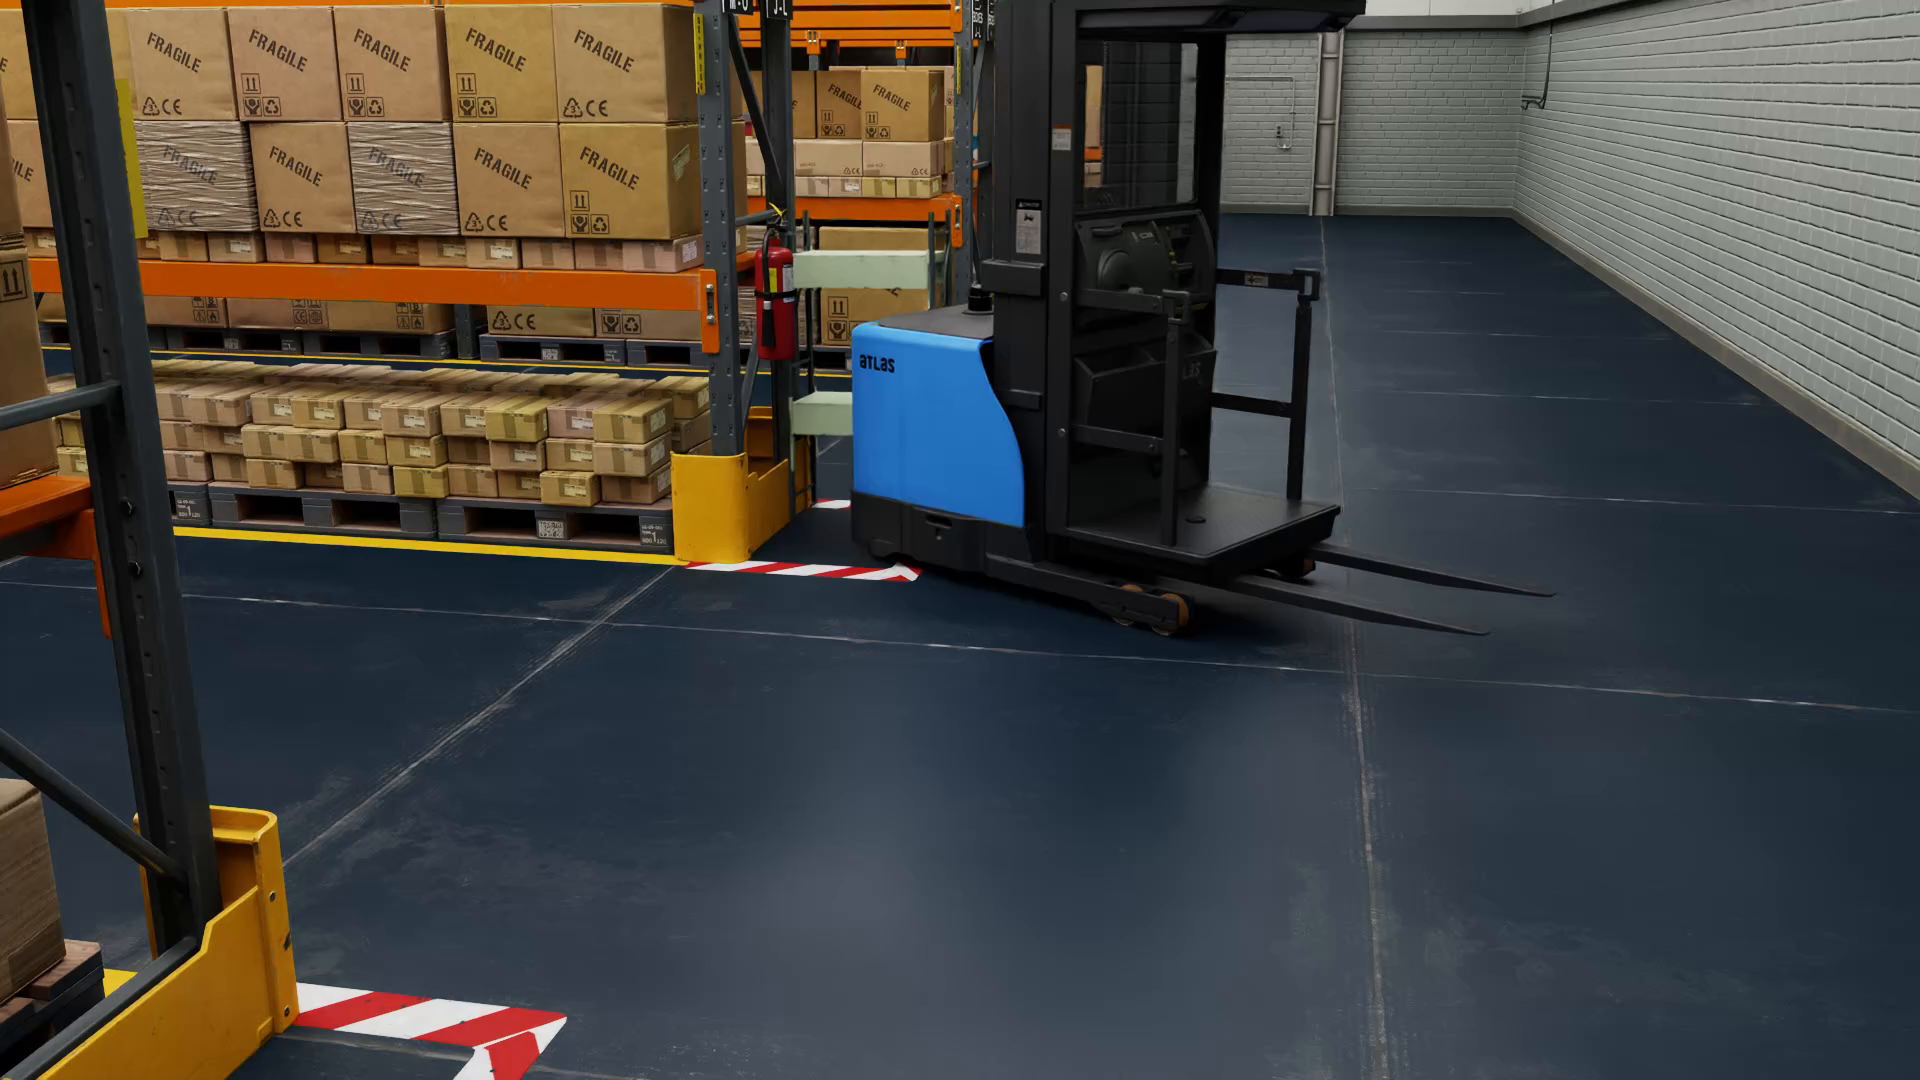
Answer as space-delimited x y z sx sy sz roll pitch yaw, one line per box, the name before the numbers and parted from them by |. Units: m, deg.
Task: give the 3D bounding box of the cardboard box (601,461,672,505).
cardboard box | -1.529 -0.292 7.982 0.250 0.149 0.380 3 16 12

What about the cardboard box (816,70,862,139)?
cardboard box | -0.791 -3.338 12.742 0.500 0.500 0.500 3 16 10

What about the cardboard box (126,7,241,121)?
cardboard box | -3.499 -2.230 7.807 0.500 0.500 0.500 3 16 12

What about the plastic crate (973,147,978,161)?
plastic crate | 0.268 -3.976 17.109 0.243 0.136 0.396 3 16 11

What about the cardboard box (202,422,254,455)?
cardboard box | -3.559 -0.543 8.328 0.250 0.149 0.380 4 16 14

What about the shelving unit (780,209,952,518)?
shelving unit | -0.447 -0.870 8.255 0.755 1.500 0.431 2 13 12

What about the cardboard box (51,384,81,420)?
cardboard box | -4.337 -0.716 8.396 0.250 0.149 0.380 4 16 14

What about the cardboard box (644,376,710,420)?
cardboard box | -1.417 -0.722 8.420 0.250 0.149 0.380 2 16 9

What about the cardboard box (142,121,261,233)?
cardboard box | -3.484 -1.742 7.917 0.500 0.500 0.500 3 16 10

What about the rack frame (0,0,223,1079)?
rack frame | -1.859 -0.190 3.059 0.127 3.000 1.000 3 16 11

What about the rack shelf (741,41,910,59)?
rack shelf | -2.803 -8.088 27.300 4.000 0.370 1.077 3 16 11

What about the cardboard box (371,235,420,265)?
cardboard box | -2.592 -1.404 7.913 0.250 0.149 0.380 2 16 9

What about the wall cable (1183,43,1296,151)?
wall cable | 4.520 -7.339 26.964 1.851 1.984 0.084 3 16 11

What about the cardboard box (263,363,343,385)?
cardboard box | -3.465 -0.829 8.803 0.250 0.149 0.380 2 16 8

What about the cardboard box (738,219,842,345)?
cardboard box | -1.419 -2.023 12.868 0.875 0.875 0.875 3 16 11

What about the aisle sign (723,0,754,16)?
aisle sign | -0.960 -2.661 7.109 0.004 0.787 0.394 3 16 11

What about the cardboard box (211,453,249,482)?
cardboard box | -3.555 -0.409 8.403 0.250 0.149 0.380 2 16 9

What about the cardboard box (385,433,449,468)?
cardboard box | -2.565 -0.467 8.056 0.250 0.149 0.380 3 16 12

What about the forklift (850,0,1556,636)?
forklift | 0.941 -1.160 6.809 3.031 2.867 1.129 13 20 39

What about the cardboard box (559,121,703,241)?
cardboard box | -1.463 -1.639 7.544 0.500 0.500 0.500 3 16 12

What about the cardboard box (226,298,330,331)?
cardboard box | -5.311 -2.250 13.689 0.875 0.875 1.225 3 16 9

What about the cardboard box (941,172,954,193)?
cardboard box | -0.166 -2.767 12.832 0.250 0.149 0.380 3 16 12

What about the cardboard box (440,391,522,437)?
cardboard box | -2.296 -0.607 8.003 0.250 0.149 0.380 2 16 9

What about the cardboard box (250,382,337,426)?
cardboard box | -3.303 -0.679 8.265 0.250 0.149 0.380 2 16 9

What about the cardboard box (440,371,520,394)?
cardboard box | -2.462 -0.761 8.560 0.250 0.149 0.380 4 16 13

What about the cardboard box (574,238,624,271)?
cardboard box | -1.584 -1.336 7.666 0.250 0.149 0.380 3 16 11

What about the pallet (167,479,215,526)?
pallet | -4.226 -0.333 8.798 1.213 0.211 1.003 3 16 11

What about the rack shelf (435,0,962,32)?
rack shelf | -1.844 -3.988 12.498 4.000 0.370 1.077 3 16 11

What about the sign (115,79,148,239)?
sign | -1.743 -0.790 3.456 0.005 0.325 0.100 3 16 11

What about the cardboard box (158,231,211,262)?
cardboard box | -3.640 -1.440 8.043 0.250 0.149 0.380 3 16 12

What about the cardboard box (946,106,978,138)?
cardboard box | 0.110 -5.456 21.883 0.500 0.500 0.500 3 16 10

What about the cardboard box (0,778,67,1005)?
cardboard box | -2.526 0.833 3.378 0.875 0.438 0.875 3 16 9

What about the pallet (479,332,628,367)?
pallet | -3.074 -1.591 13.339 1.213 0.211 1.003 3 16 11

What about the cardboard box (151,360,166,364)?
cardboard box | -4.491 -0.868 8.944 0.250 0.149 0.380 4 16 13

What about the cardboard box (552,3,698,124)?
cardboard box | -1.470 -2.123 7.420 0.500 0.500 0.500 3 16 10

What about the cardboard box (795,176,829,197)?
cardboard box | -1.045 -2.635 12.356 0.250 0.149 0.380 3 16 12

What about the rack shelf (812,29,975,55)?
rack shelf | 0.134 -6.579 21.853 4.000 0.370 1.077 3 16 11

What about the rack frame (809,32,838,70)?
rack frame | -1.826 -5.587 22.541 0.127 3.000 1.000 3 16 11

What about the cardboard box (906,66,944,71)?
cardboard box | -0.411 -5.963 21.840 0.500 0.500 0.500 3 16 9

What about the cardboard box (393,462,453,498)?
cardboard box | -2.550 -0.323 8.093 0.250 0.149 0.380 2 16 9

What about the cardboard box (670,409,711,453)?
cardboard box | -1.434 -0.557 8.381 0.250 0.149 0.380 4 16 13

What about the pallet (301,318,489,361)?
pallet | -4.575 -1.673 13.636 1.213 0.211 1.003 3 16 11
